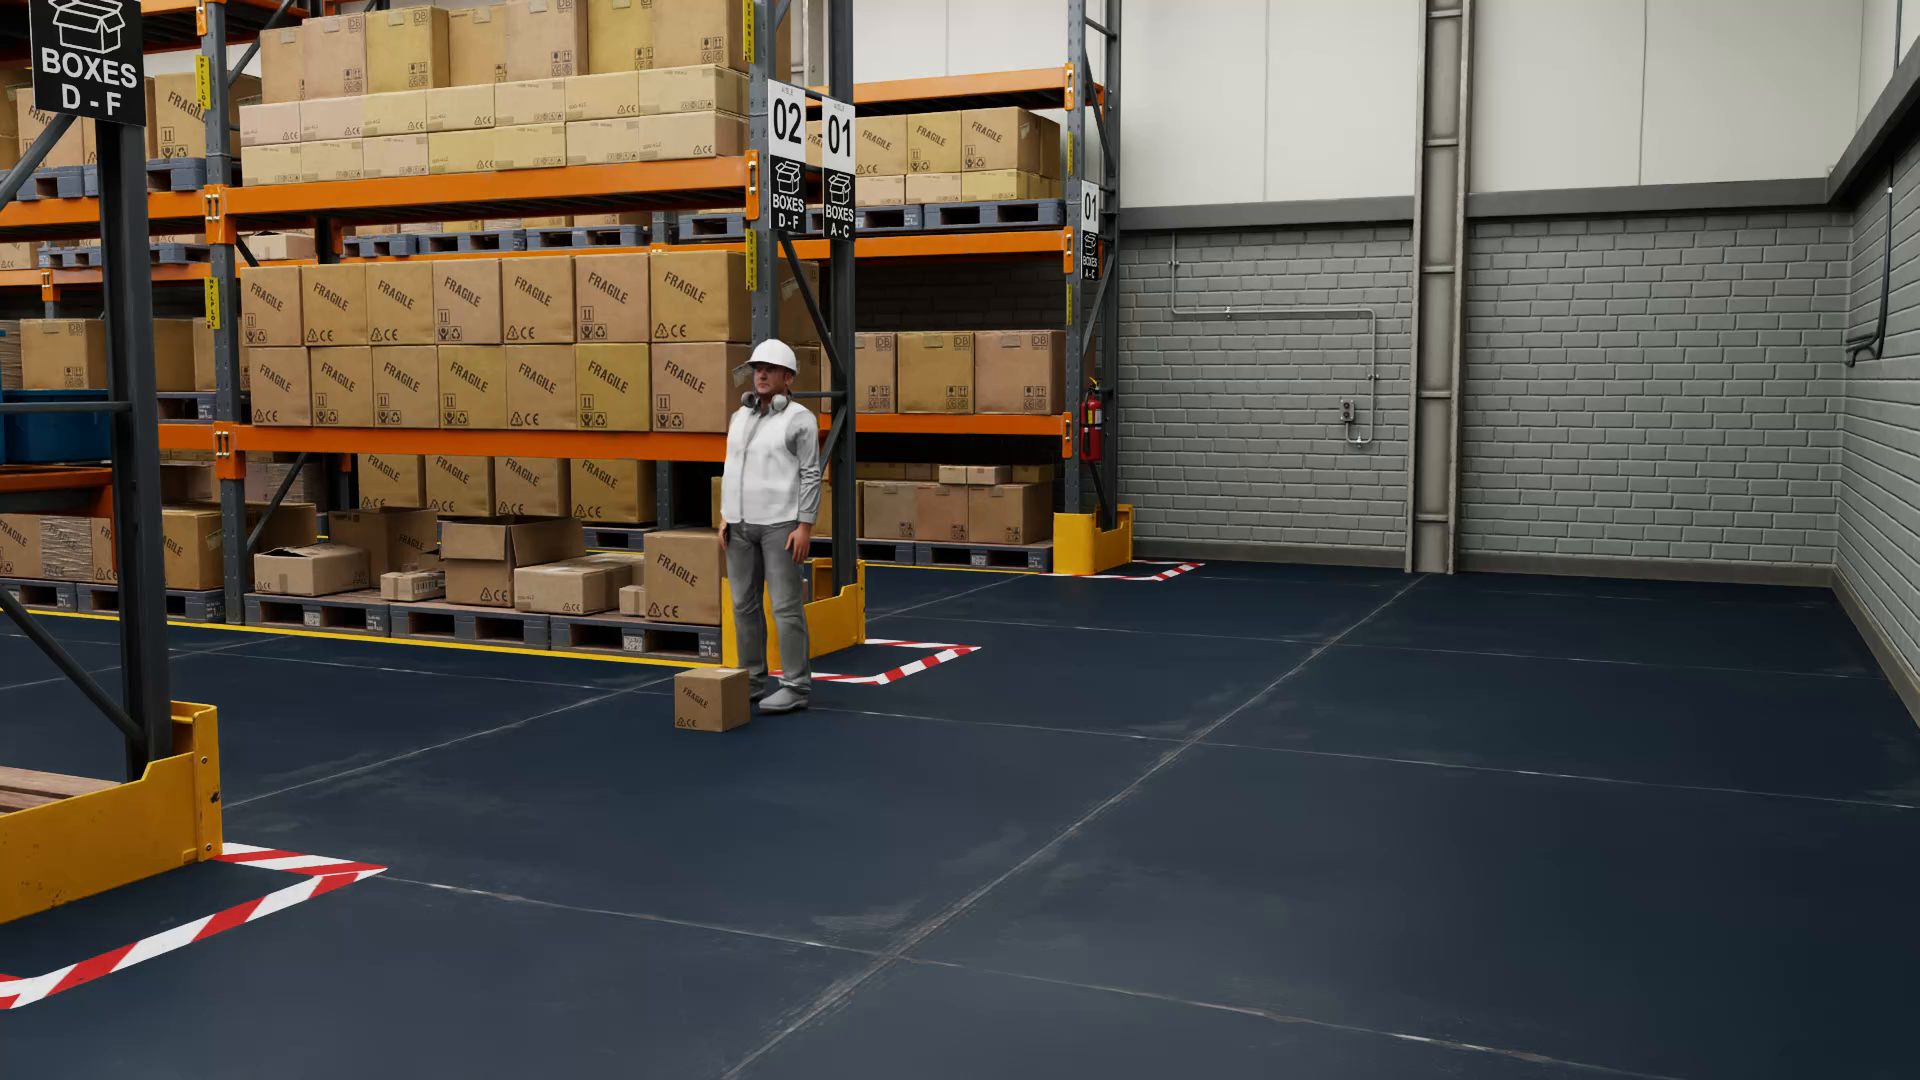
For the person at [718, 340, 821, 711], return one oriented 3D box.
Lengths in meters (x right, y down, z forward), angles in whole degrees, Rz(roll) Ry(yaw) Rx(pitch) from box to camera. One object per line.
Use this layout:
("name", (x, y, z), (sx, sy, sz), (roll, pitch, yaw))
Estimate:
("person", (-0.937, -0.062, 8.041), (0.544, 1.803, 0.394), (3, 6, 31))
